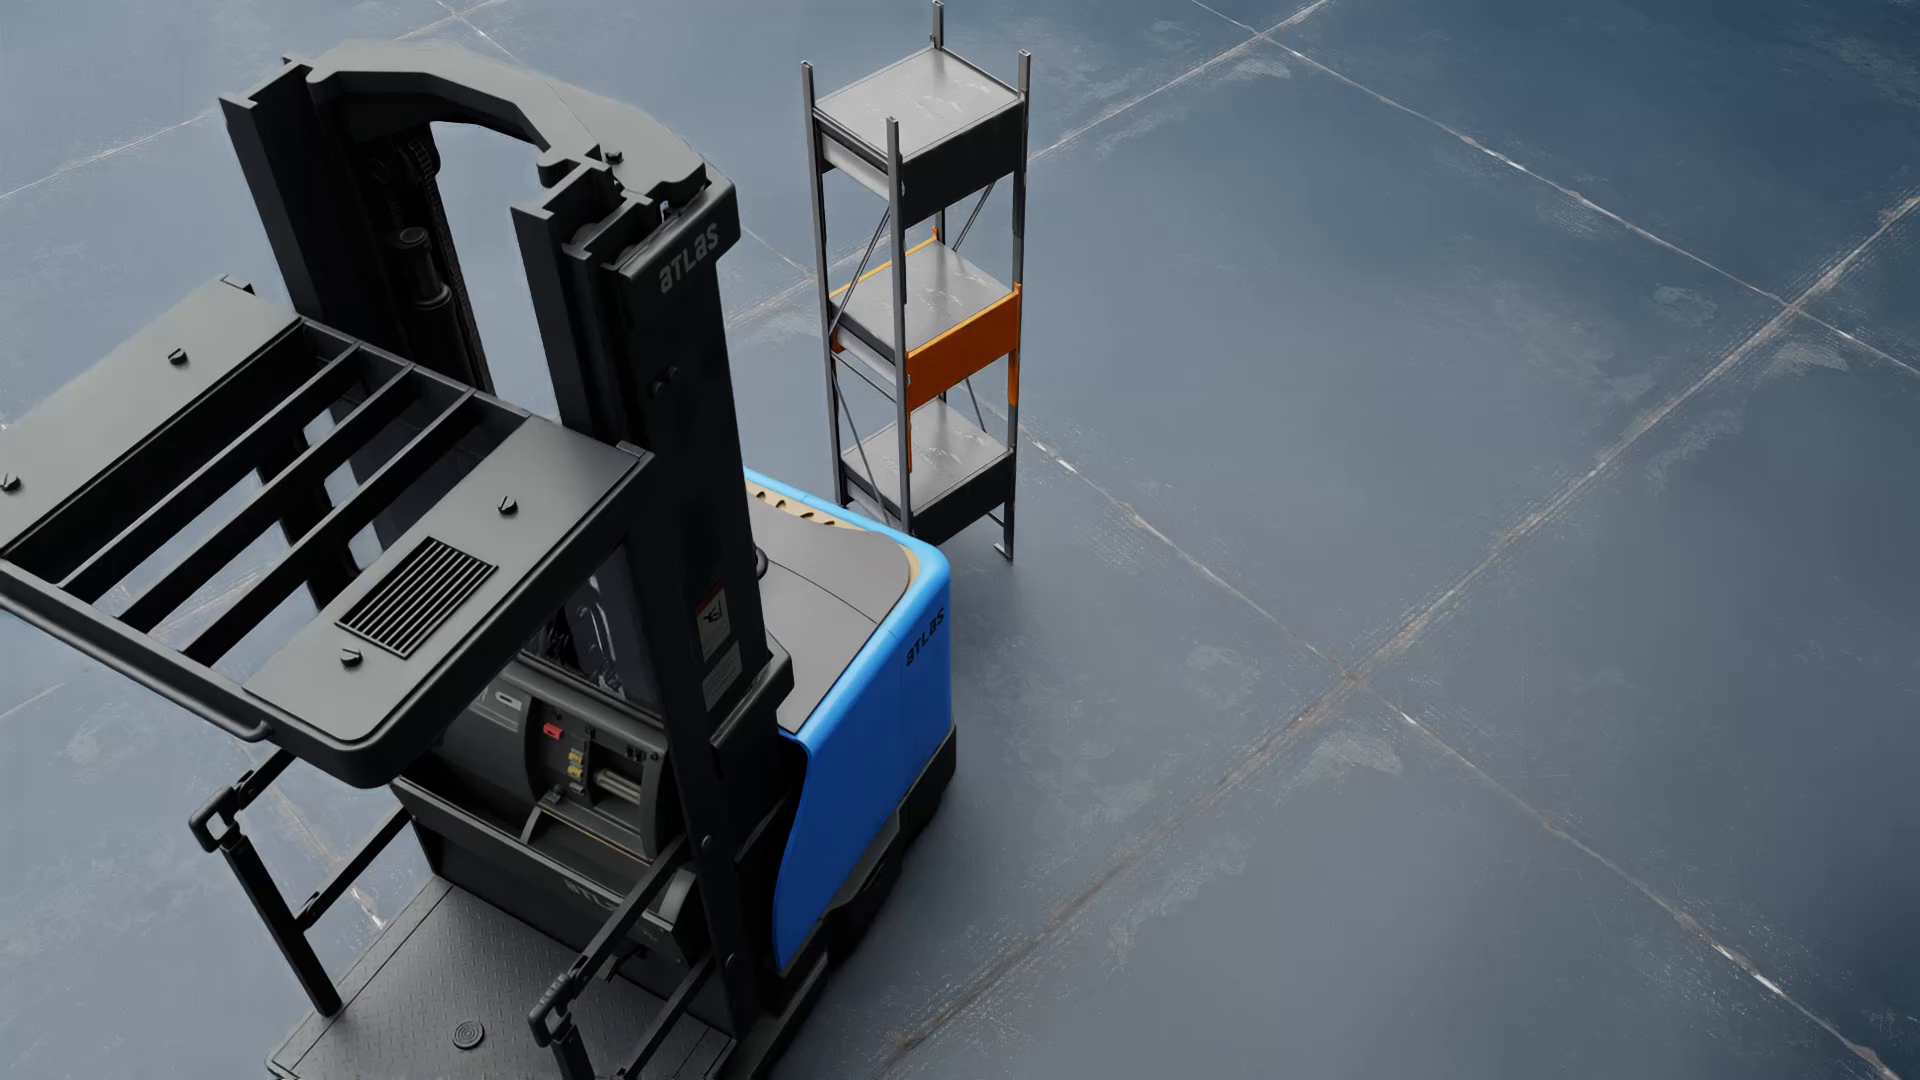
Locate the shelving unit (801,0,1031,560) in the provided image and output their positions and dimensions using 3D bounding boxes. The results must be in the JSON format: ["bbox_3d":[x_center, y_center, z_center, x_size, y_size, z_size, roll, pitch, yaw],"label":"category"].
[{"bbox_3d":[-0.122,-0.630,5.403,0.503,2.100,0.431,-34,56,-27],"label":"shelving unit"}]

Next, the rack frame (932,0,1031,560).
[{"bbox_3d":[0.058,-0.751,5.514,0.015,2.100,0.400,-34,56,-27],"label":"rack frame"}]

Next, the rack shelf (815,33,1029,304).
[{"bbox_3d":[-0.122,-1.096,4.898,0.480,0.518,0.431,-34,56,-27],"label":"rack shelf"}]

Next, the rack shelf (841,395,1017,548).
[{"bbox_3d":[-0.122,-0.146,5.927,0.480,0.518,0.431,-34,56,-27],"label":"rack shelf"}]

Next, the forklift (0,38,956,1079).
[{"bbox_3d":[-1.172,0.543,3.755,1.130,2.935,3.031,22,51,19],"label":"forklift"}]

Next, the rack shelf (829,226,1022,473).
[{"bbox_3d":[-0.122,-0.621,5.413,0.480,0.518,0.431,-34,56,-27],"label":"rack shelf"}]

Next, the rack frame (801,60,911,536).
[{"bbox_3d":[-0.303,-0.510,5.291,0.015,2.100,0.400,-34,56,-27],"label":"rack frame"}]
